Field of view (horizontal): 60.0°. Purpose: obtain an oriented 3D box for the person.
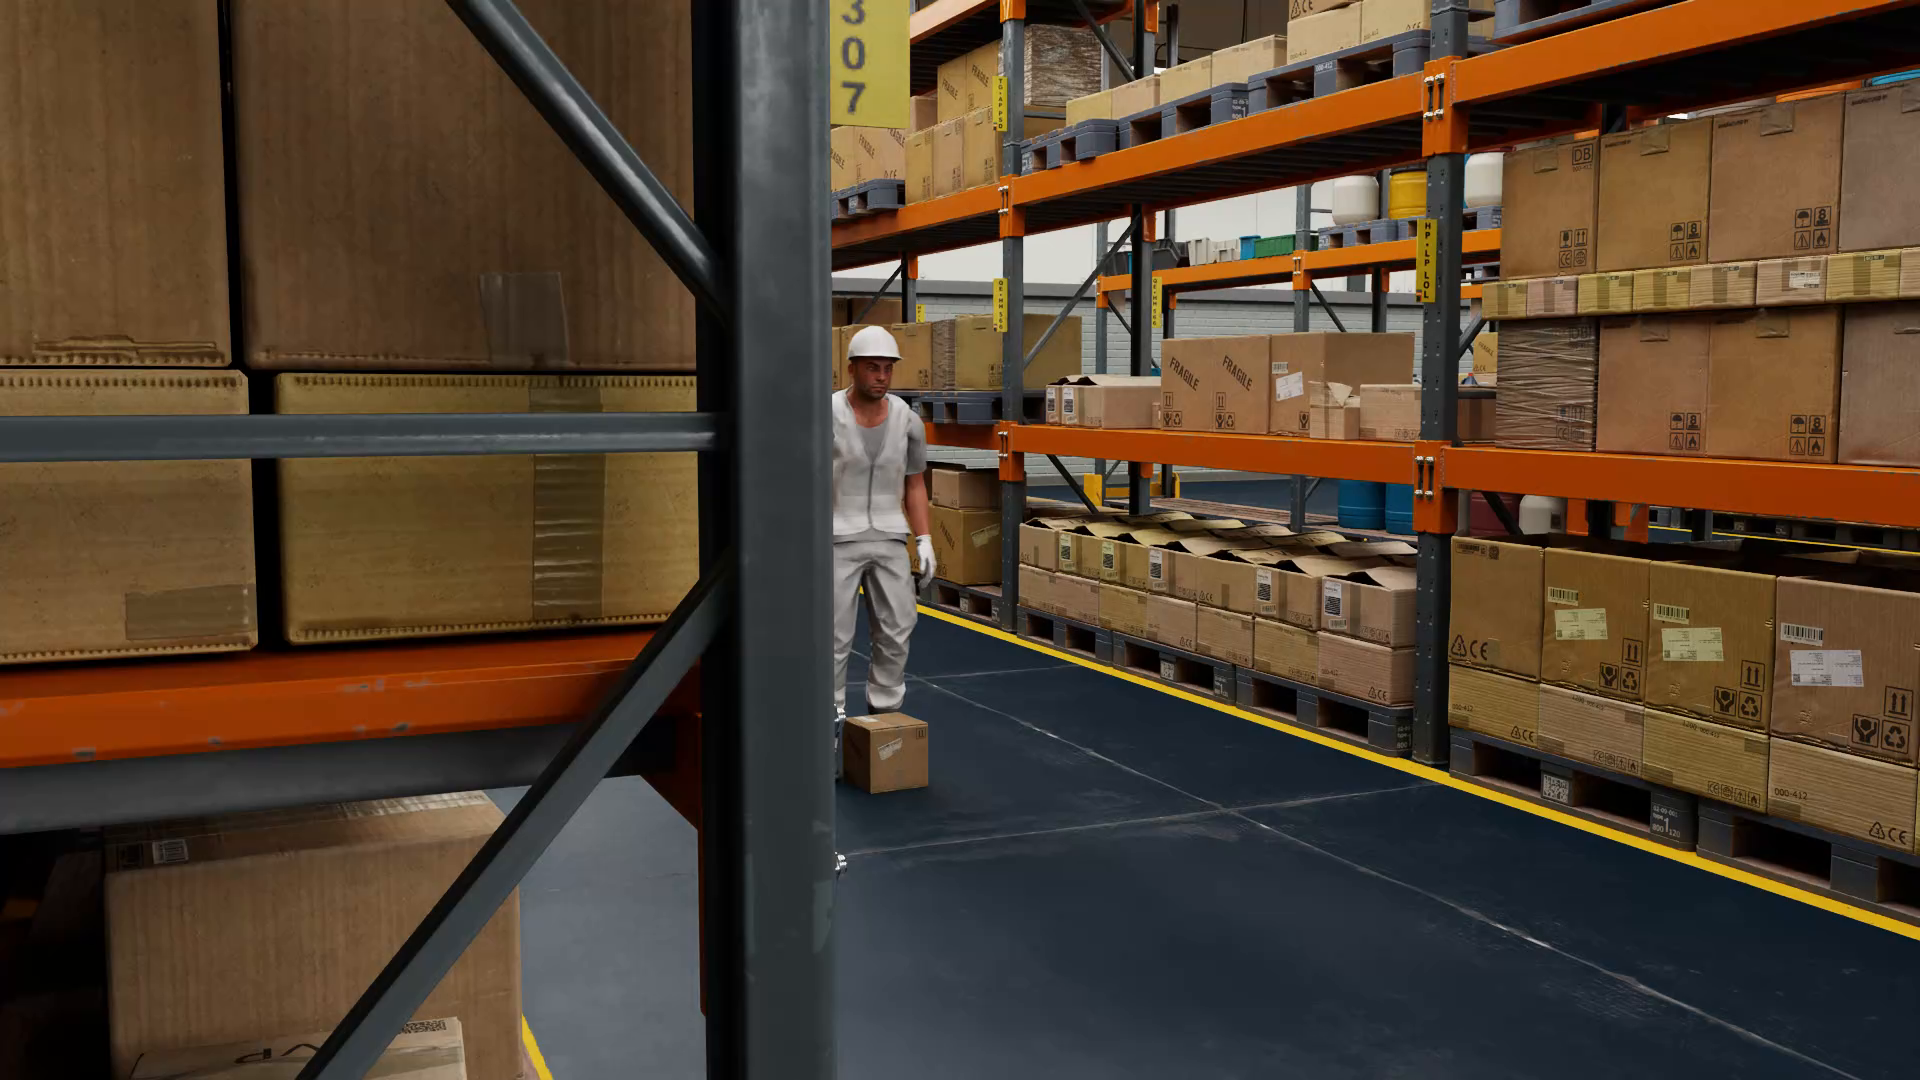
[{"bbox_3d":[-0.383,0.046,6.616,0.609,1.779,0.449,-2,6,-23],"label":"person"}]
